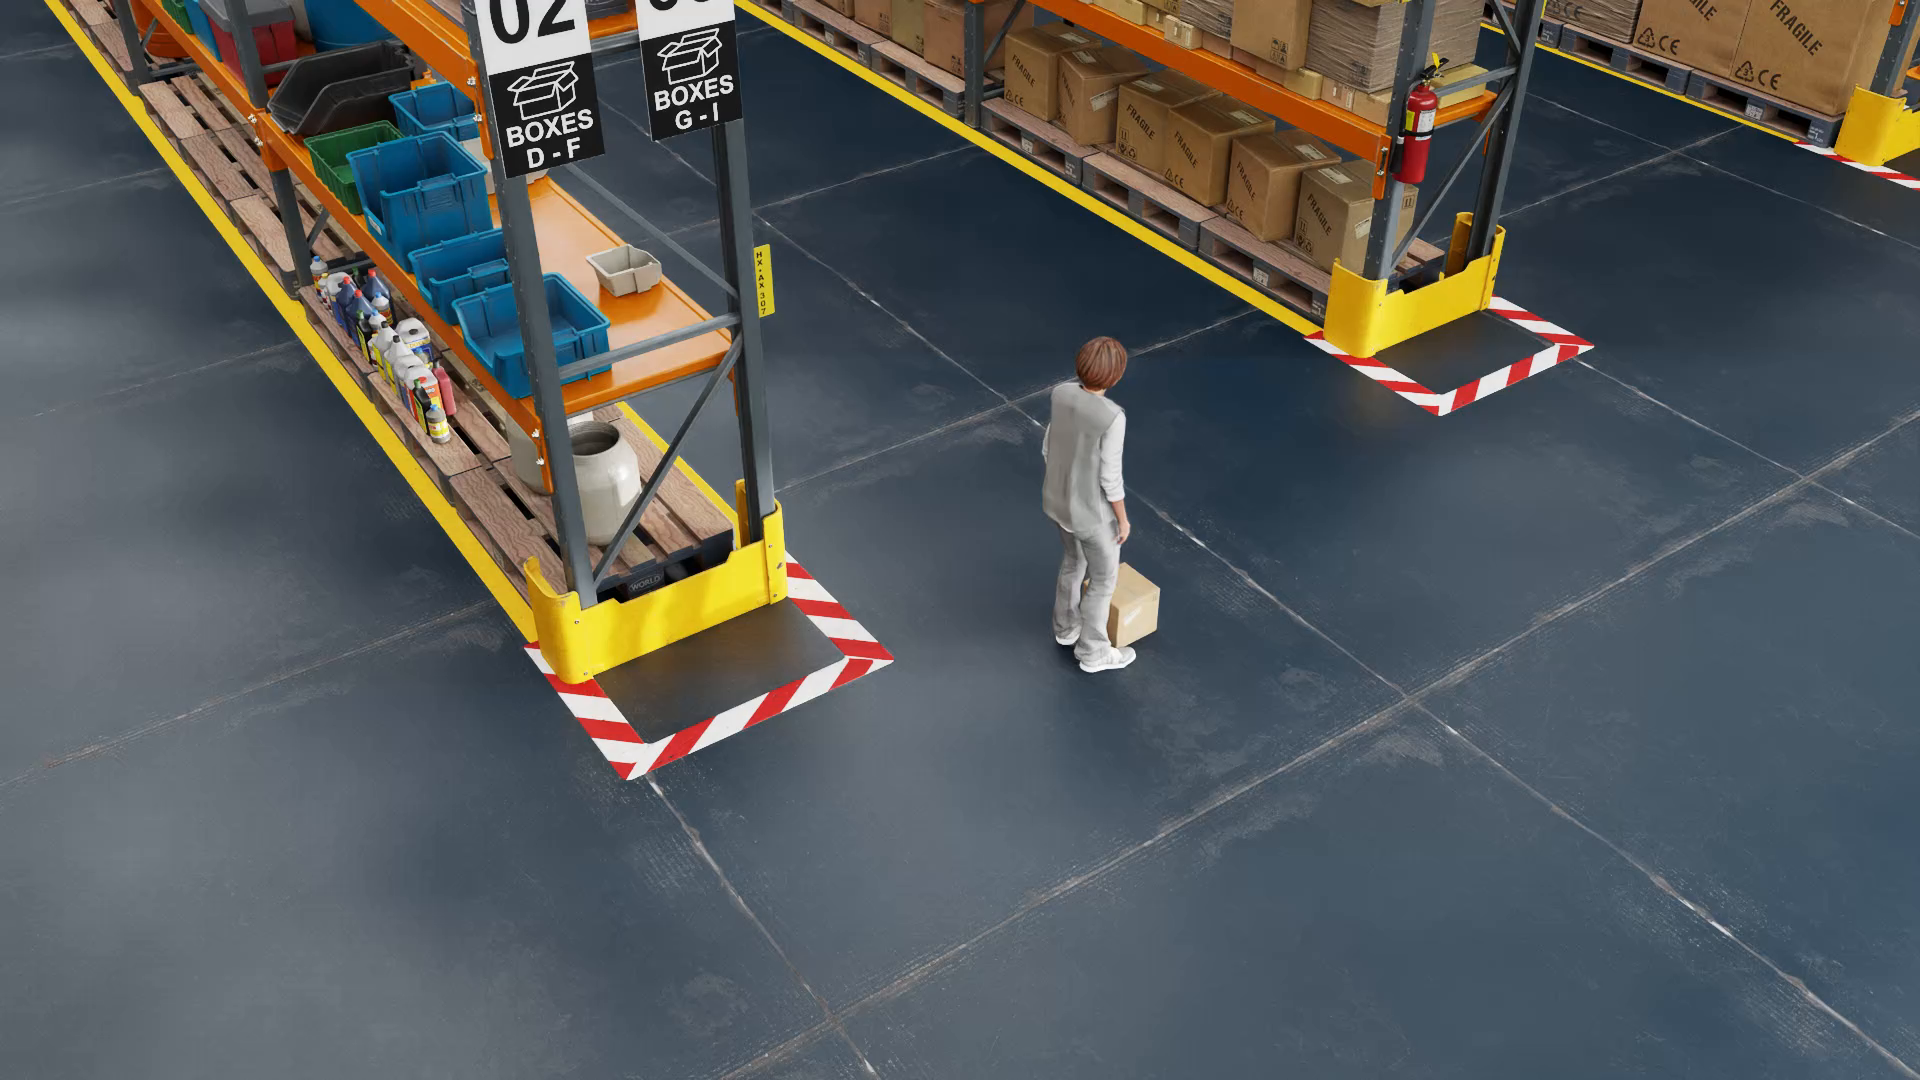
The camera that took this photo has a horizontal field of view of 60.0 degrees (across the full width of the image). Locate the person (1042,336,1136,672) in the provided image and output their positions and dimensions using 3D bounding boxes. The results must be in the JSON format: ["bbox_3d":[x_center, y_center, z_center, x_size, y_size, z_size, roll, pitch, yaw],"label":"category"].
[{"bbox_3d":[0.558,-0.148,7.206,0.377,1.592,0.483,-26,44,-30],"label":"person"}]
